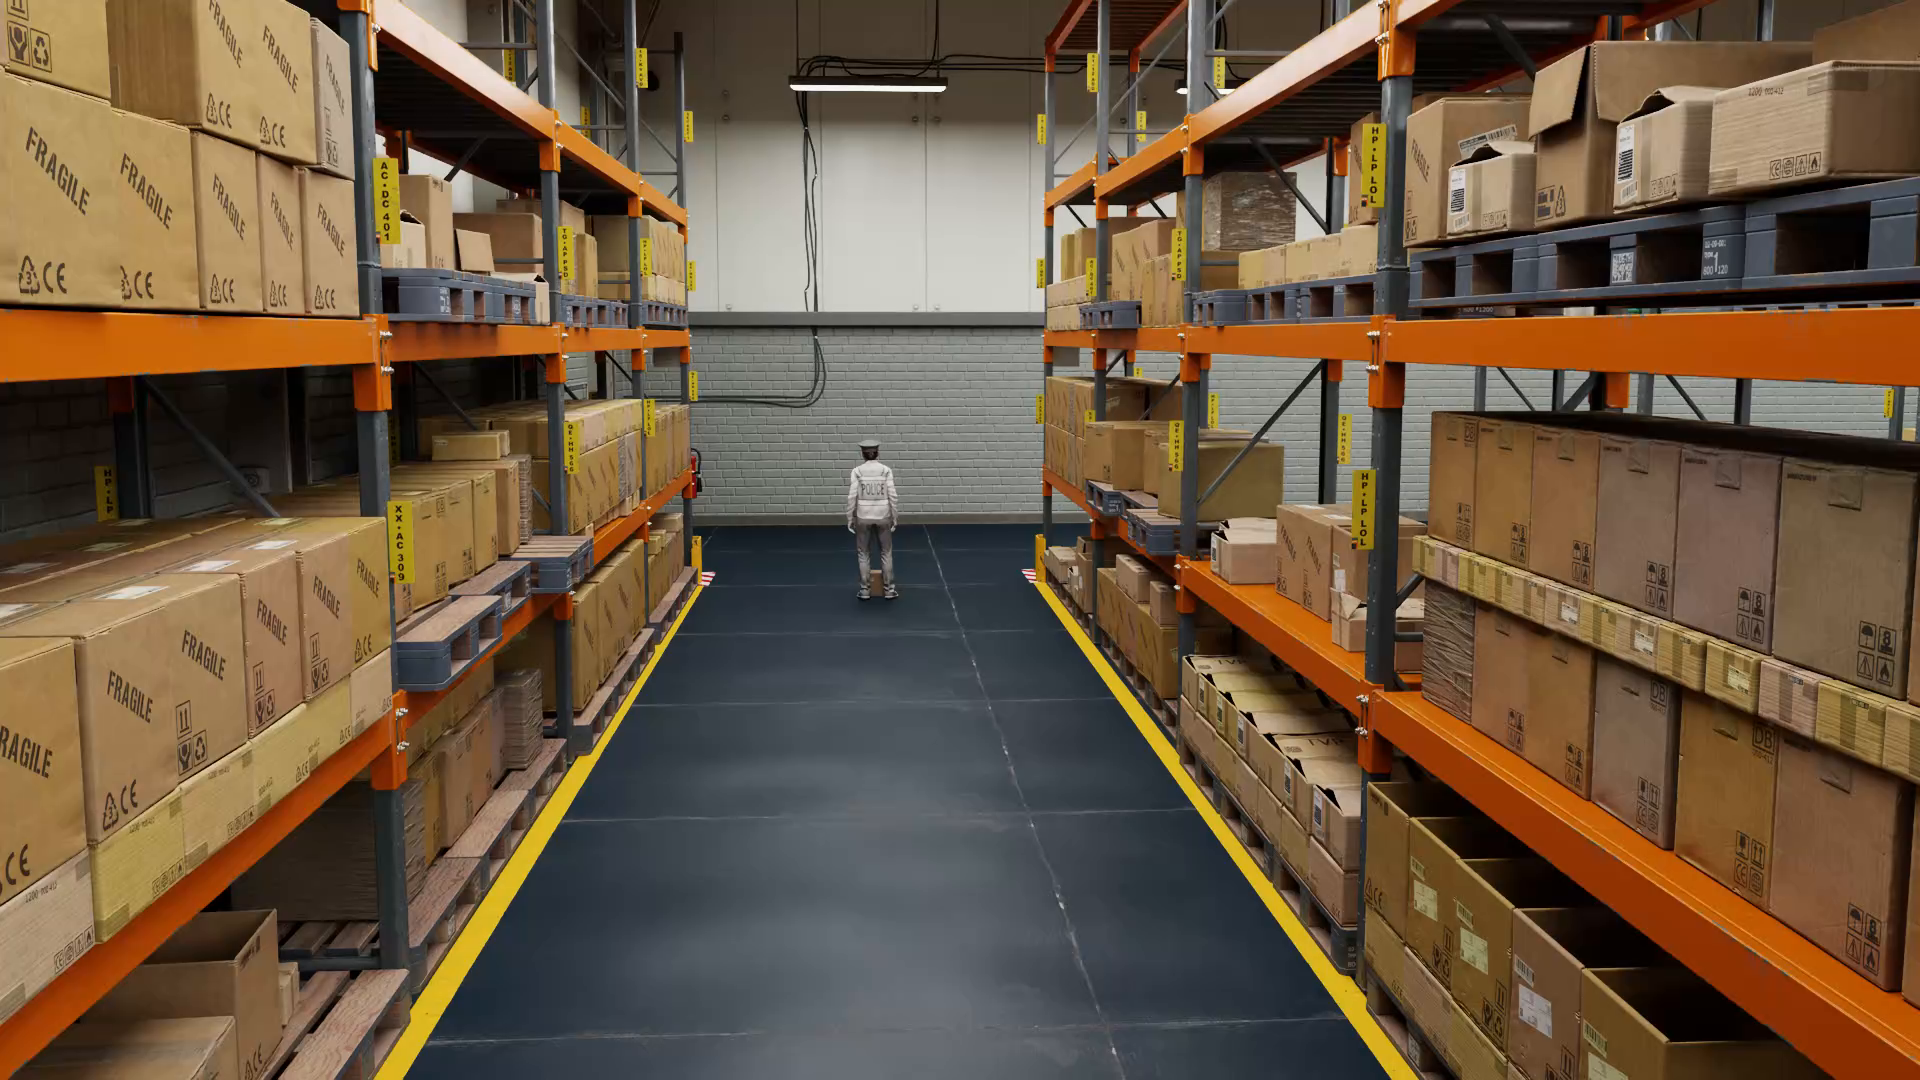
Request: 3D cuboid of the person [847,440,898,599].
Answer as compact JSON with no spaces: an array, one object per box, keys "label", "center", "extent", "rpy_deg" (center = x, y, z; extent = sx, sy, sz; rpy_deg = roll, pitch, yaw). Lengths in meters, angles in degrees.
[{"label":"person","center":[-0.918,-0.211,17.455],"extent":[0.544,1.666,0.370],"rpy_deg":[-1,7,-6]}]
